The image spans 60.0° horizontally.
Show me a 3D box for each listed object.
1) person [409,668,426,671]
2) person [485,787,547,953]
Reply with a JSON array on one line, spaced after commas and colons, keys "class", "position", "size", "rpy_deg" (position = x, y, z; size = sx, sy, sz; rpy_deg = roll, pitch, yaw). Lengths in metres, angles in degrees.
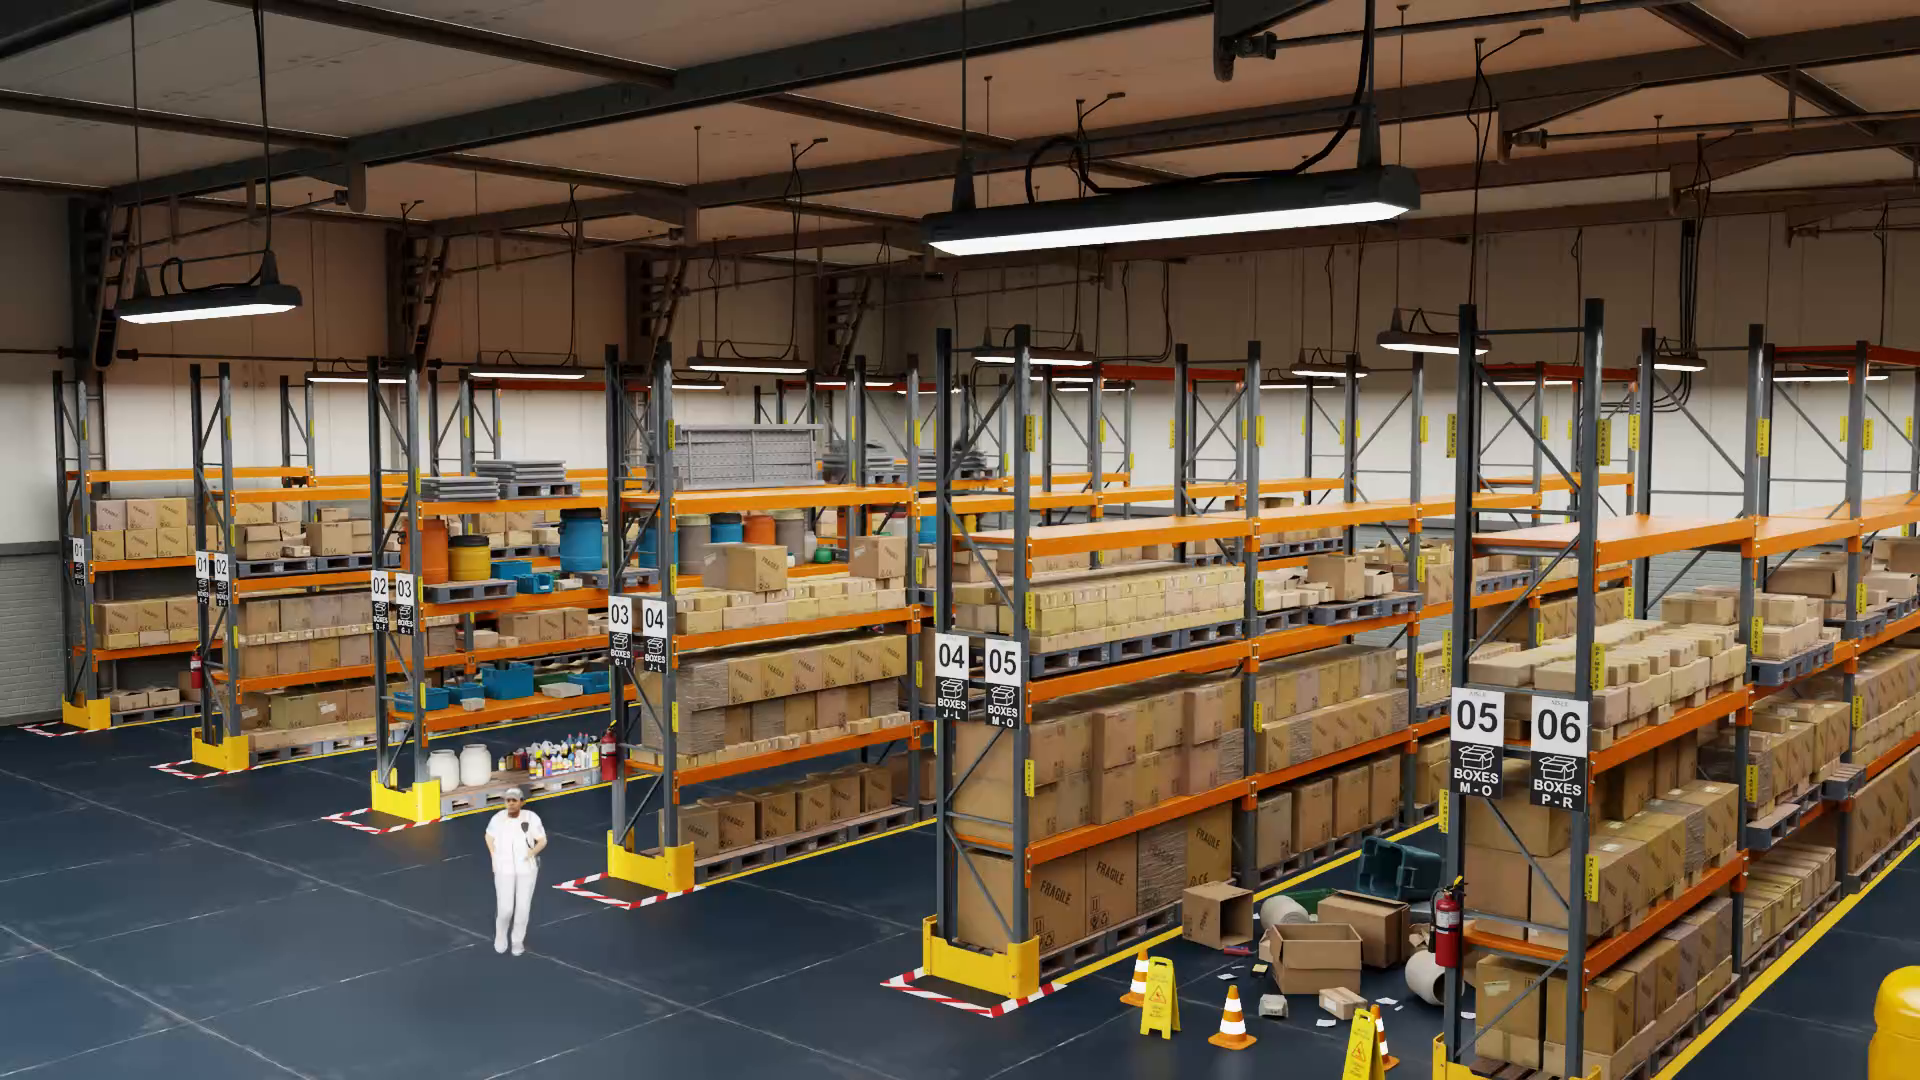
[{"class": "person", "position": [-9.658, 2.181, 29.586], "size": [0.678, 1.686, 0.992], "rpy_deg": [3, 5, 33]}, {"class": "person", "position": [-4.268, 3.189, 15.989], "size": [0.586, 1.633, 0.584], "rpy_deg": [-1, 4, -13]}]
